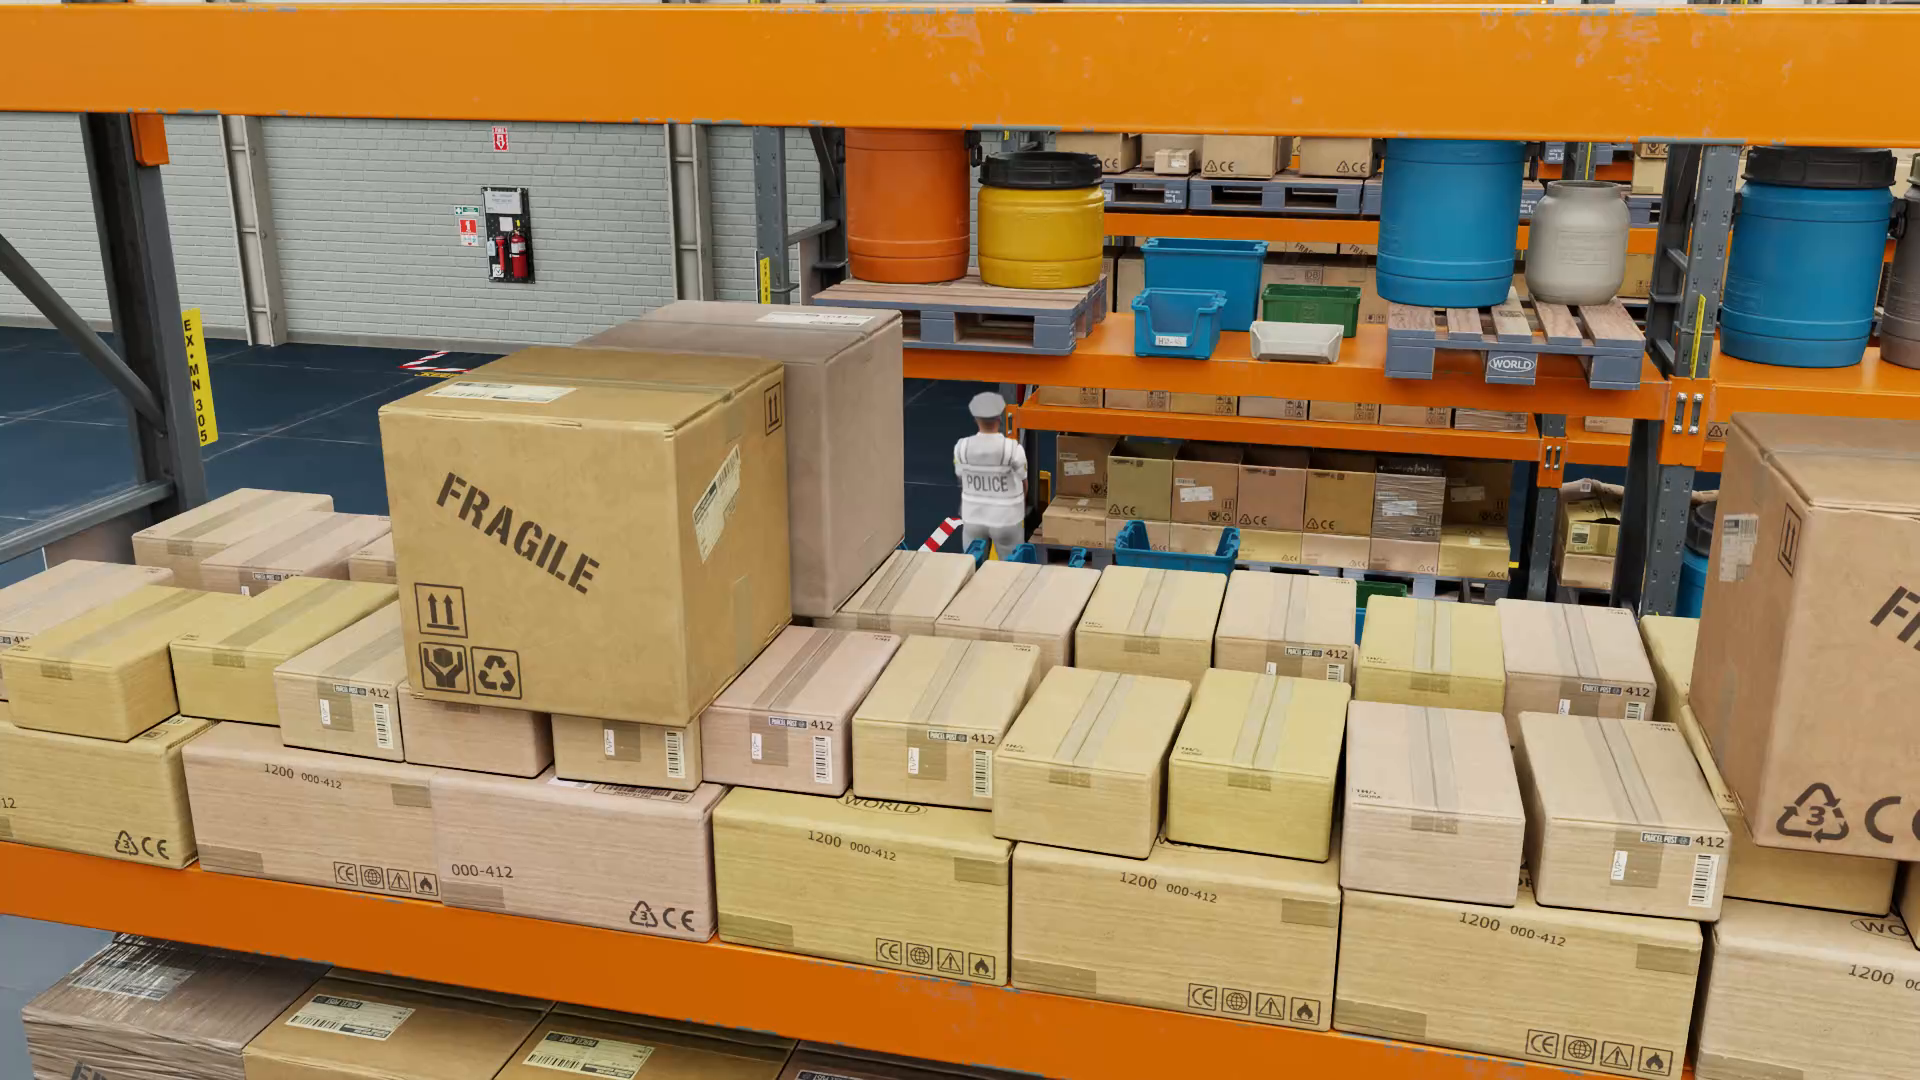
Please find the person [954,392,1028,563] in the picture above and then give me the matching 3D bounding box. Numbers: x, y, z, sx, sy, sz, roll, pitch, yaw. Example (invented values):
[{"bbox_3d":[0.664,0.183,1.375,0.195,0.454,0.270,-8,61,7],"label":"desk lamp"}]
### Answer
[{"bbox_3d":[0.233,-0.173,11.518,0.513,1.782,0.552,4,19,13],"label":"person"}]
